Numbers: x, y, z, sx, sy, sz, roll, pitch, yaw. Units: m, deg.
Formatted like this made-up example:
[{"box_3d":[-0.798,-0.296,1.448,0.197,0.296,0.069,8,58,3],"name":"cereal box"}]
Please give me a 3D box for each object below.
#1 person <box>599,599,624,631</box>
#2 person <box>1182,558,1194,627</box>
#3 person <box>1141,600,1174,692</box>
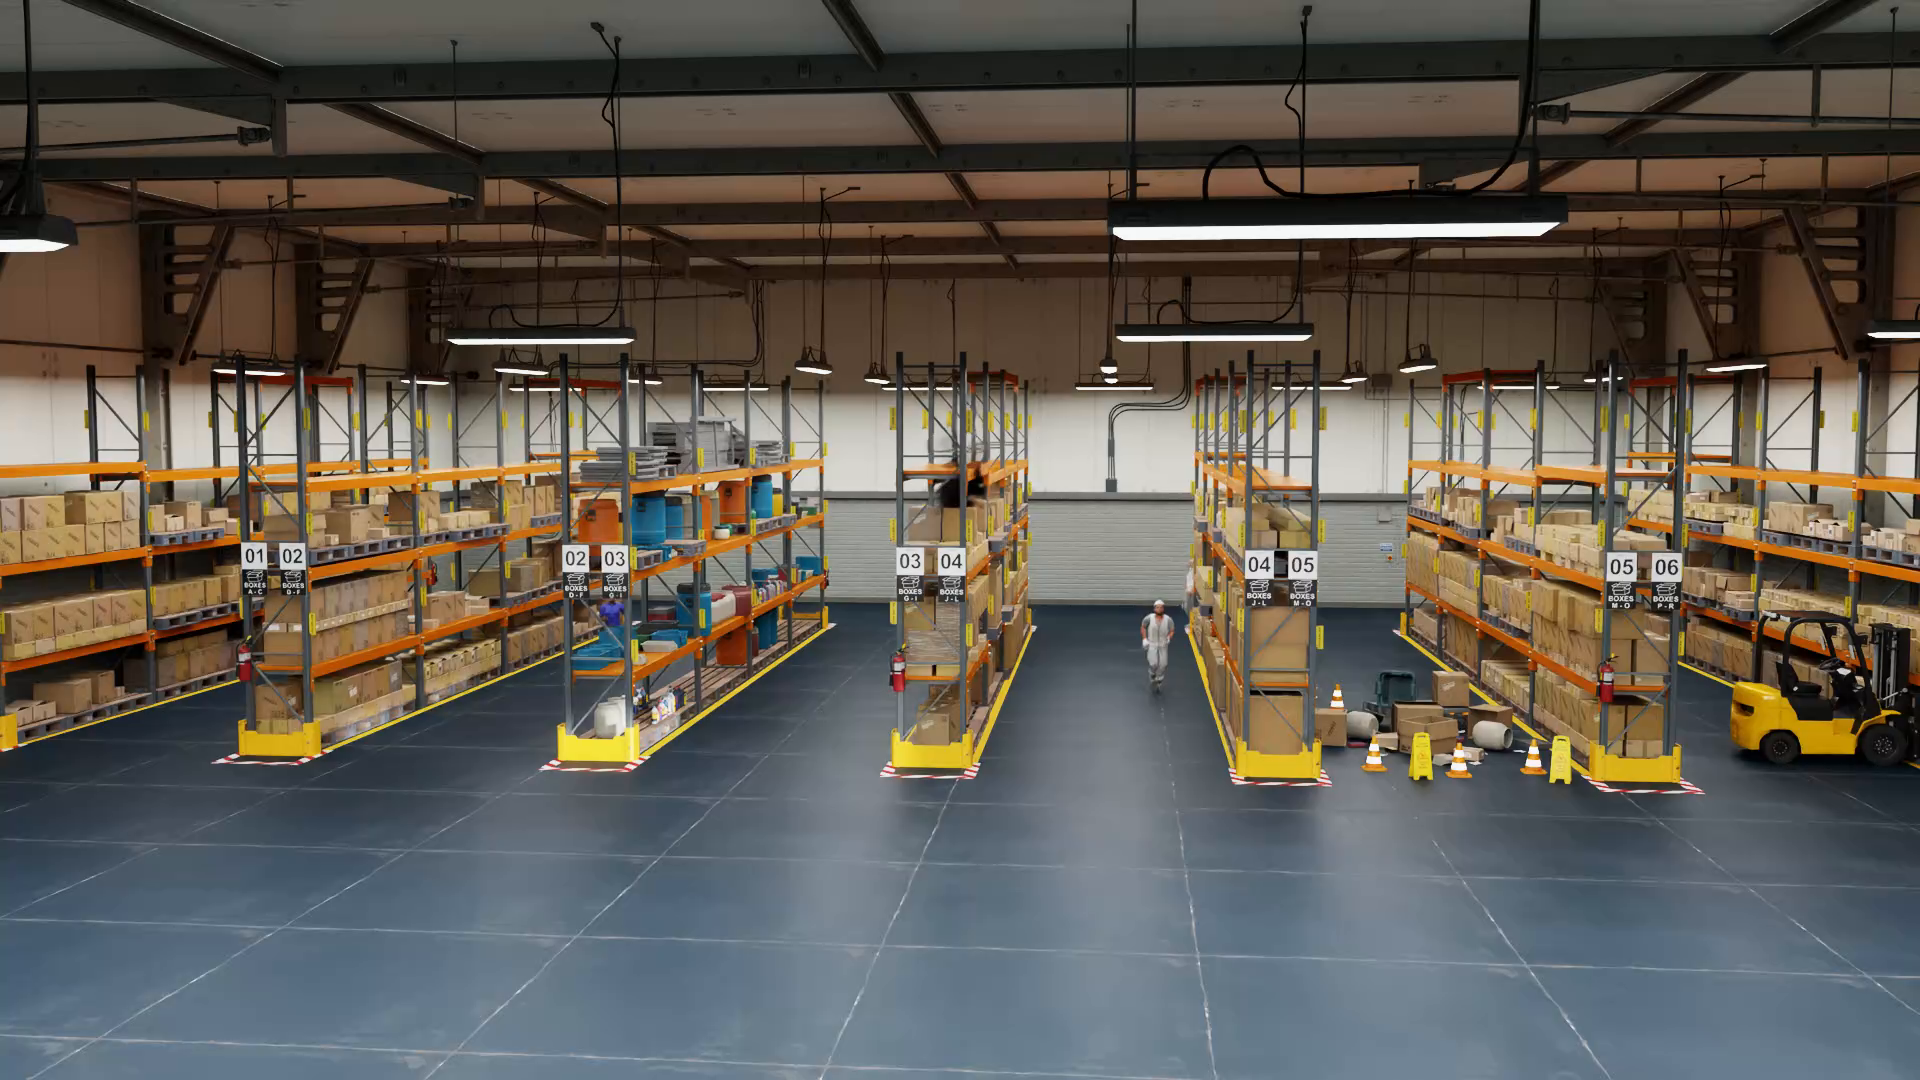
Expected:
[{"box_3d":[-6.855,1.855,32.819,0.556,1.701,0.714,0,4,-3],"name":"person"},{"box_3d":[5.686,1.263,40.590,0.537,1.741,0.691,0,4,5],"name":"person"},{"box_3d":[3.646,1.956,30.561,0.589,1.726,0.728,0,4,0],"name":"person"}]
